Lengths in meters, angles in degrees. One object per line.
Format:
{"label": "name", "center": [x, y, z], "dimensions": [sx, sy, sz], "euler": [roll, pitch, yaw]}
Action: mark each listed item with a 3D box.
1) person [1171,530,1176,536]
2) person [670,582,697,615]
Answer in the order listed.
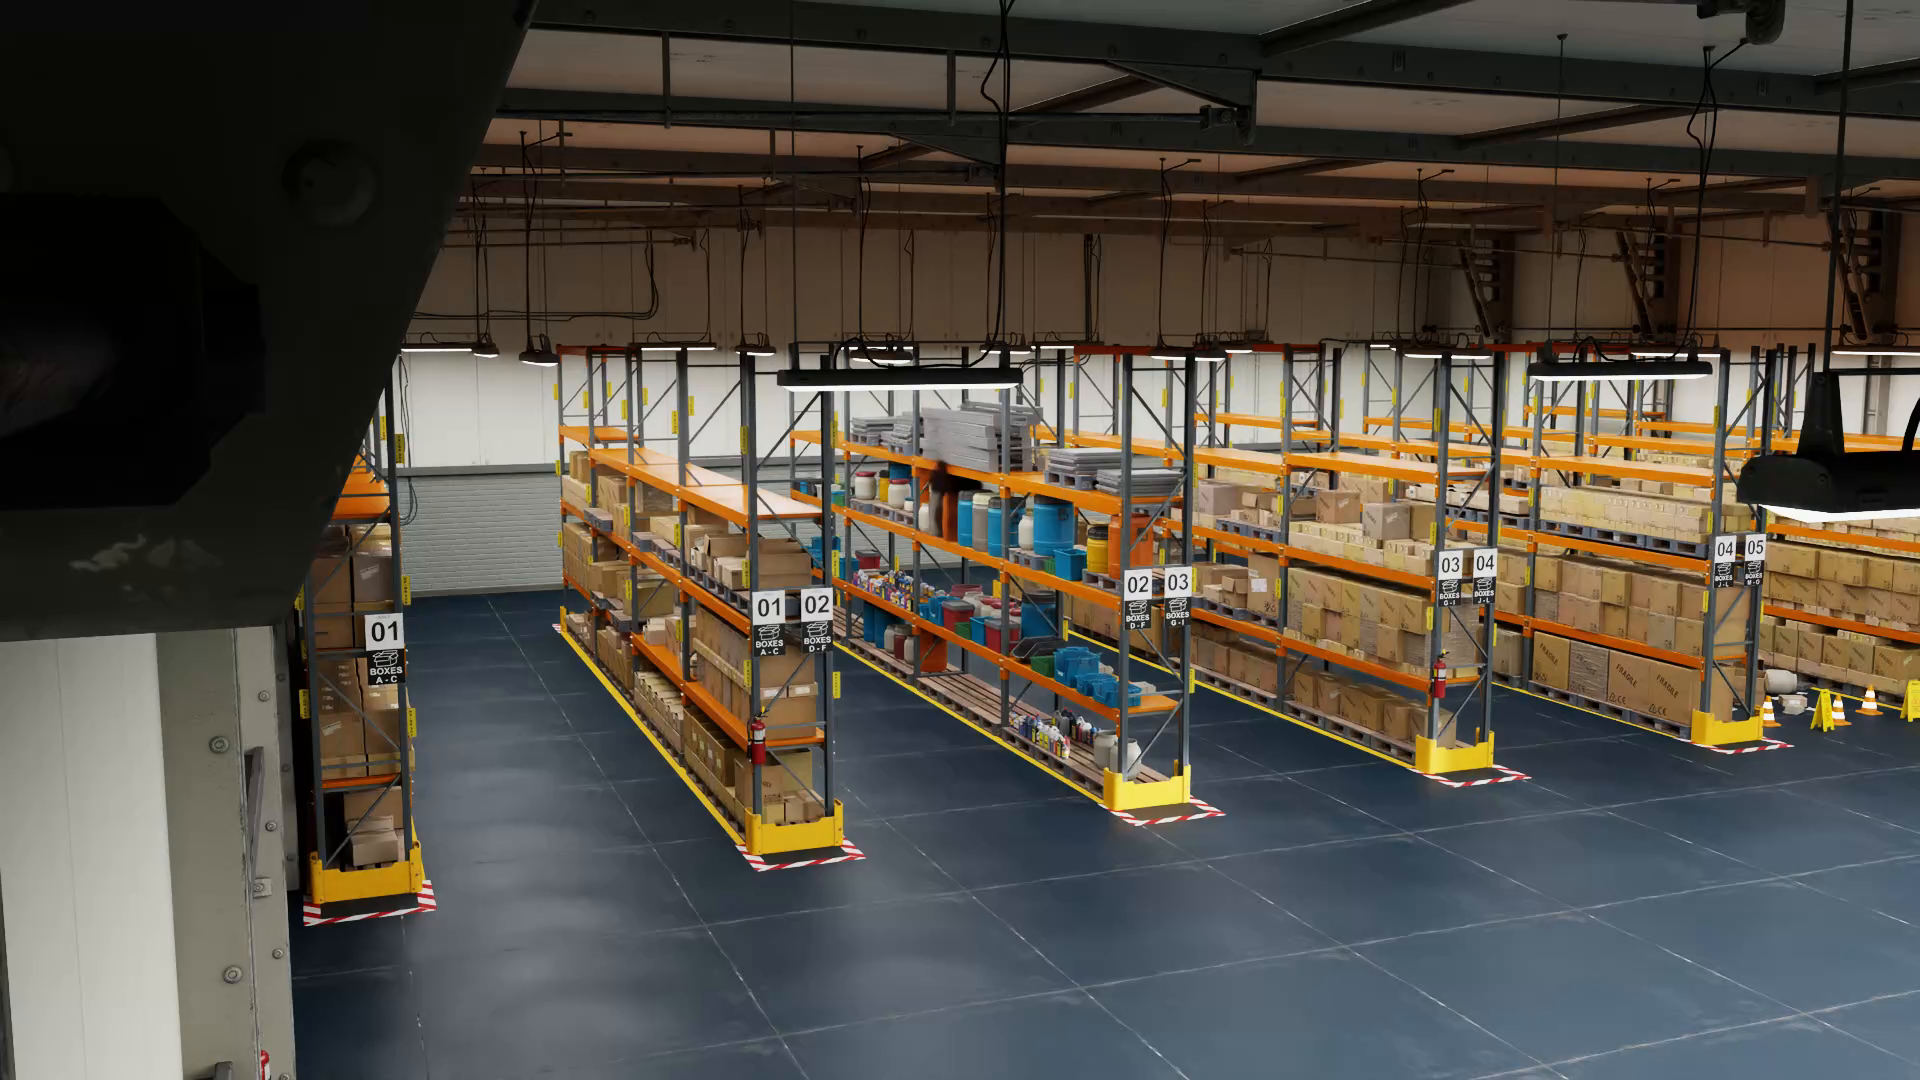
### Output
{"label": "person", "center": [4.885, 0.611, 38.630], "dimensions": [0.617, 1.709, 0.901], "euler": [-2, 8, -15]}
{"label": "person", "center": [-5.944, 1.026, 35.172], "dimensions": [0.661, 1.769, 0.882], "euler": [-7, 10, -42]}
